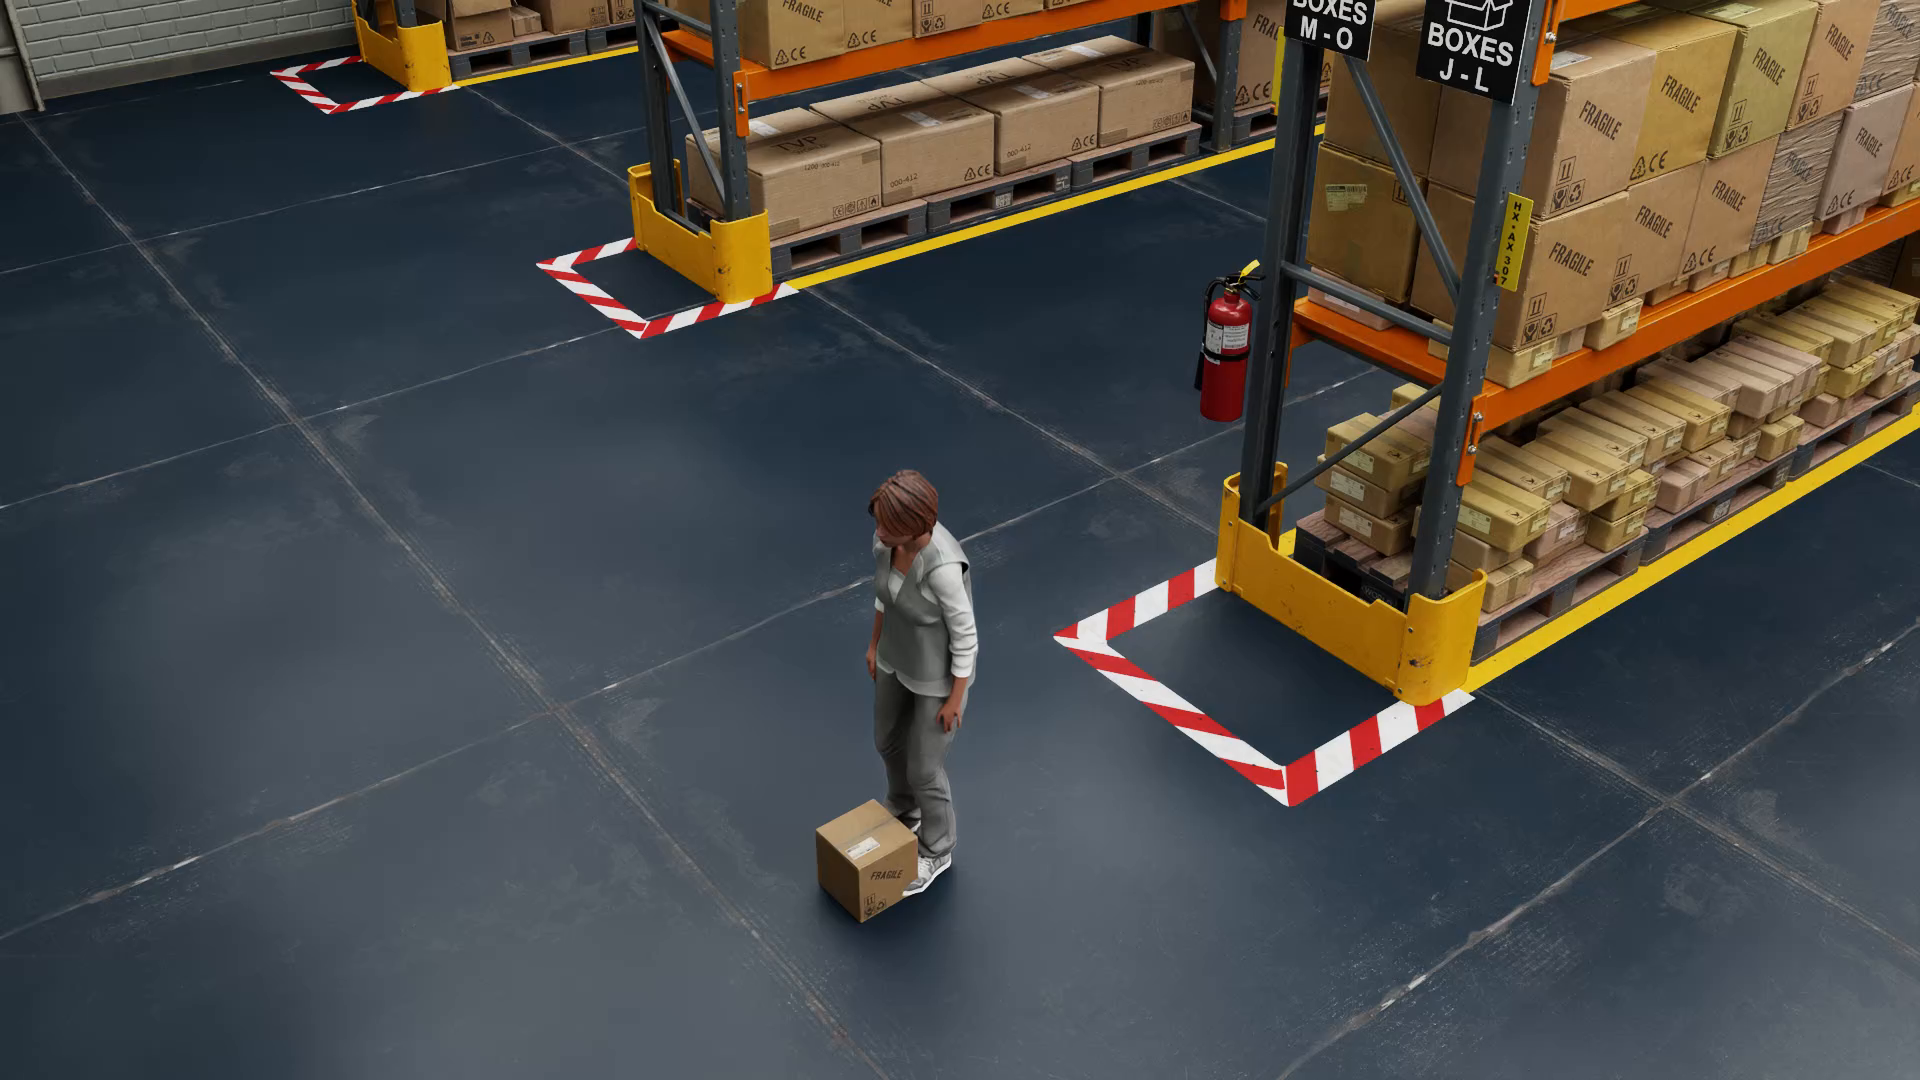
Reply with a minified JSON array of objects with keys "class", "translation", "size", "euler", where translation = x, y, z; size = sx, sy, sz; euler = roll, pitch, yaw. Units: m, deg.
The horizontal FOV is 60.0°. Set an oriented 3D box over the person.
[{"class":"person","translation":[-0.148,0.451,5.445],"size":[0.376,1.590,0.467],"euler":[-24,40,-33]}]
